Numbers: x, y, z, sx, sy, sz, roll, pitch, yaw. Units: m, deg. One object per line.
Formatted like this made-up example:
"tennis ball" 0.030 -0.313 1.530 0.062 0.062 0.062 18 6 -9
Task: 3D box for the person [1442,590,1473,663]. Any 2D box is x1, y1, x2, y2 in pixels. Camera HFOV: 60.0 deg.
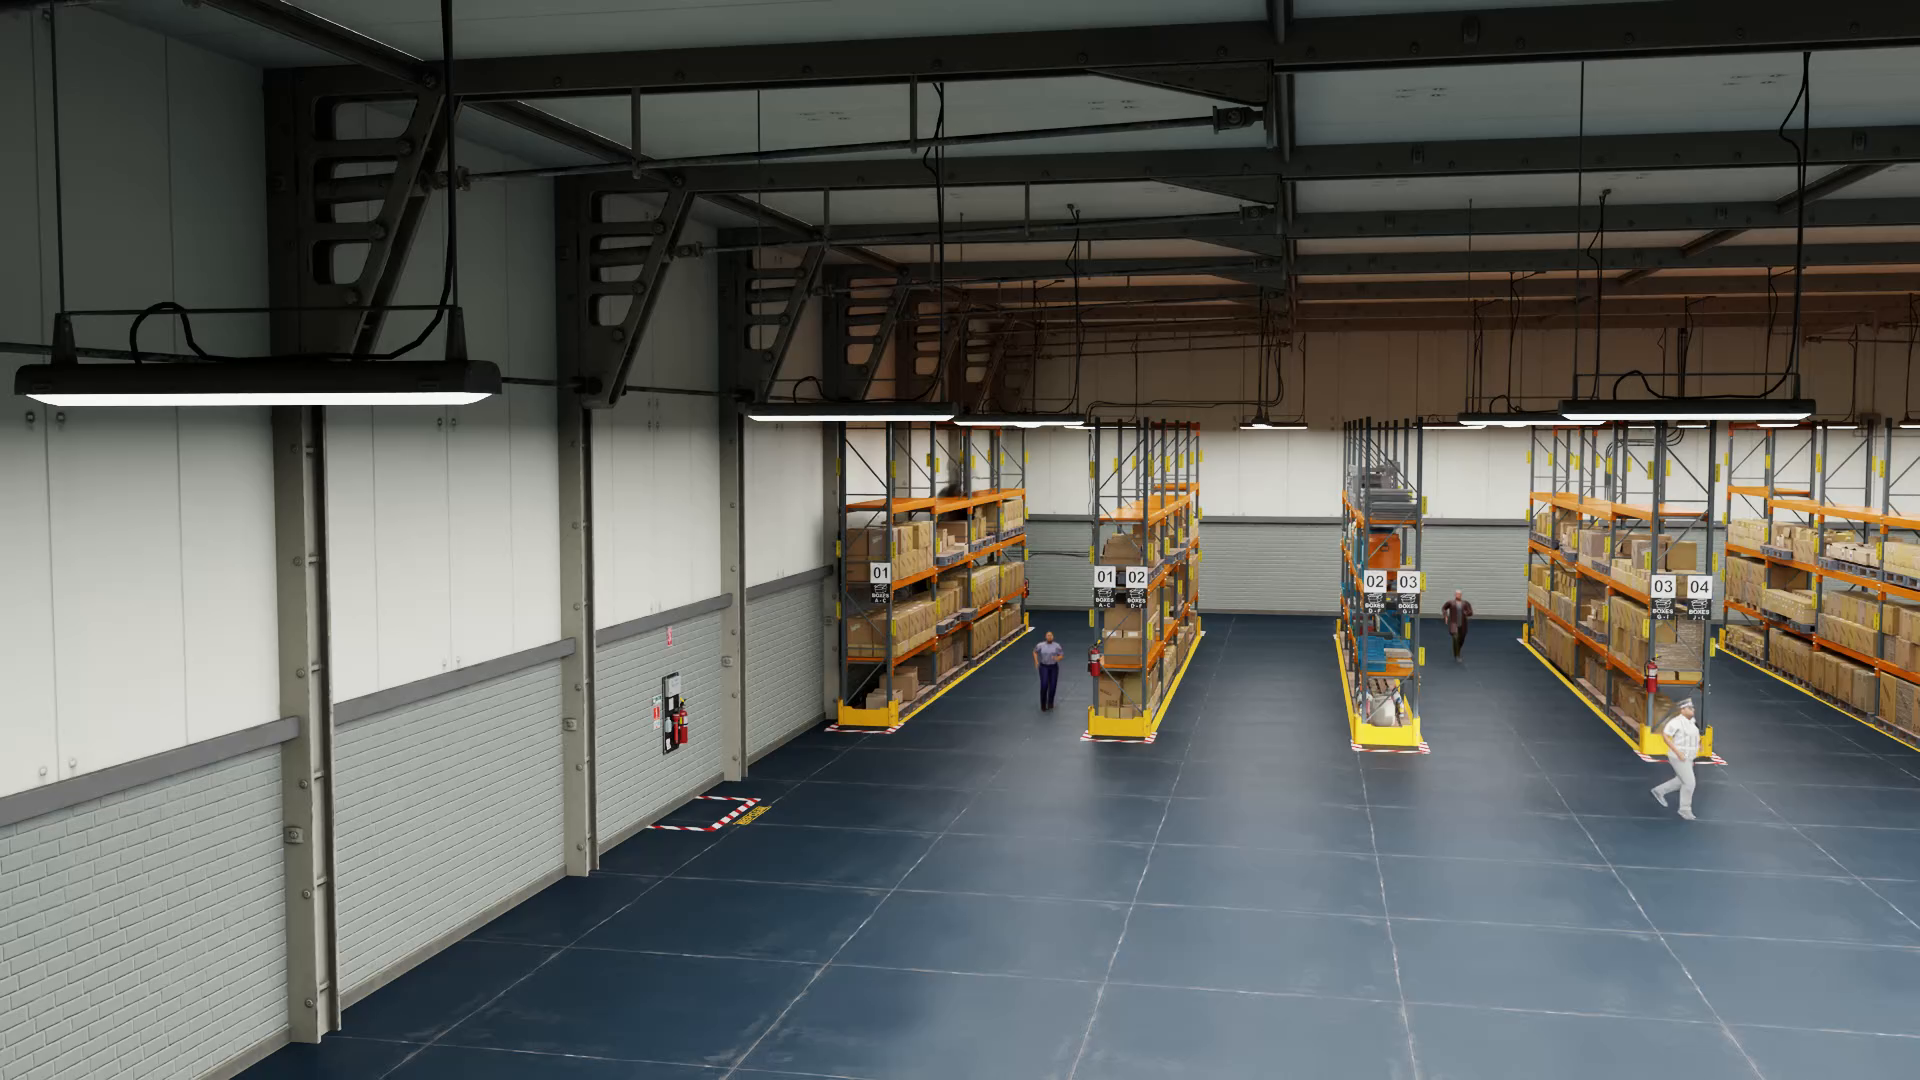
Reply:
"person" 12.391 2.121 41.375 0.701 1.764 1.064 0 4 2

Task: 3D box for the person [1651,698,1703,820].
"person" 10.728 3.247 24.825 0.665 1.828 0.717 -3 5 -42

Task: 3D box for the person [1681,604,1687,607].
"person" 19.703 2.020 45.233 0.620 1.556 0.736 -1 4 -18

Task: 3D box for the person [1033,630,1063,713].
"person" 1.821 2.698 34.097 0.575 1.689 0.711 0 4 -7
